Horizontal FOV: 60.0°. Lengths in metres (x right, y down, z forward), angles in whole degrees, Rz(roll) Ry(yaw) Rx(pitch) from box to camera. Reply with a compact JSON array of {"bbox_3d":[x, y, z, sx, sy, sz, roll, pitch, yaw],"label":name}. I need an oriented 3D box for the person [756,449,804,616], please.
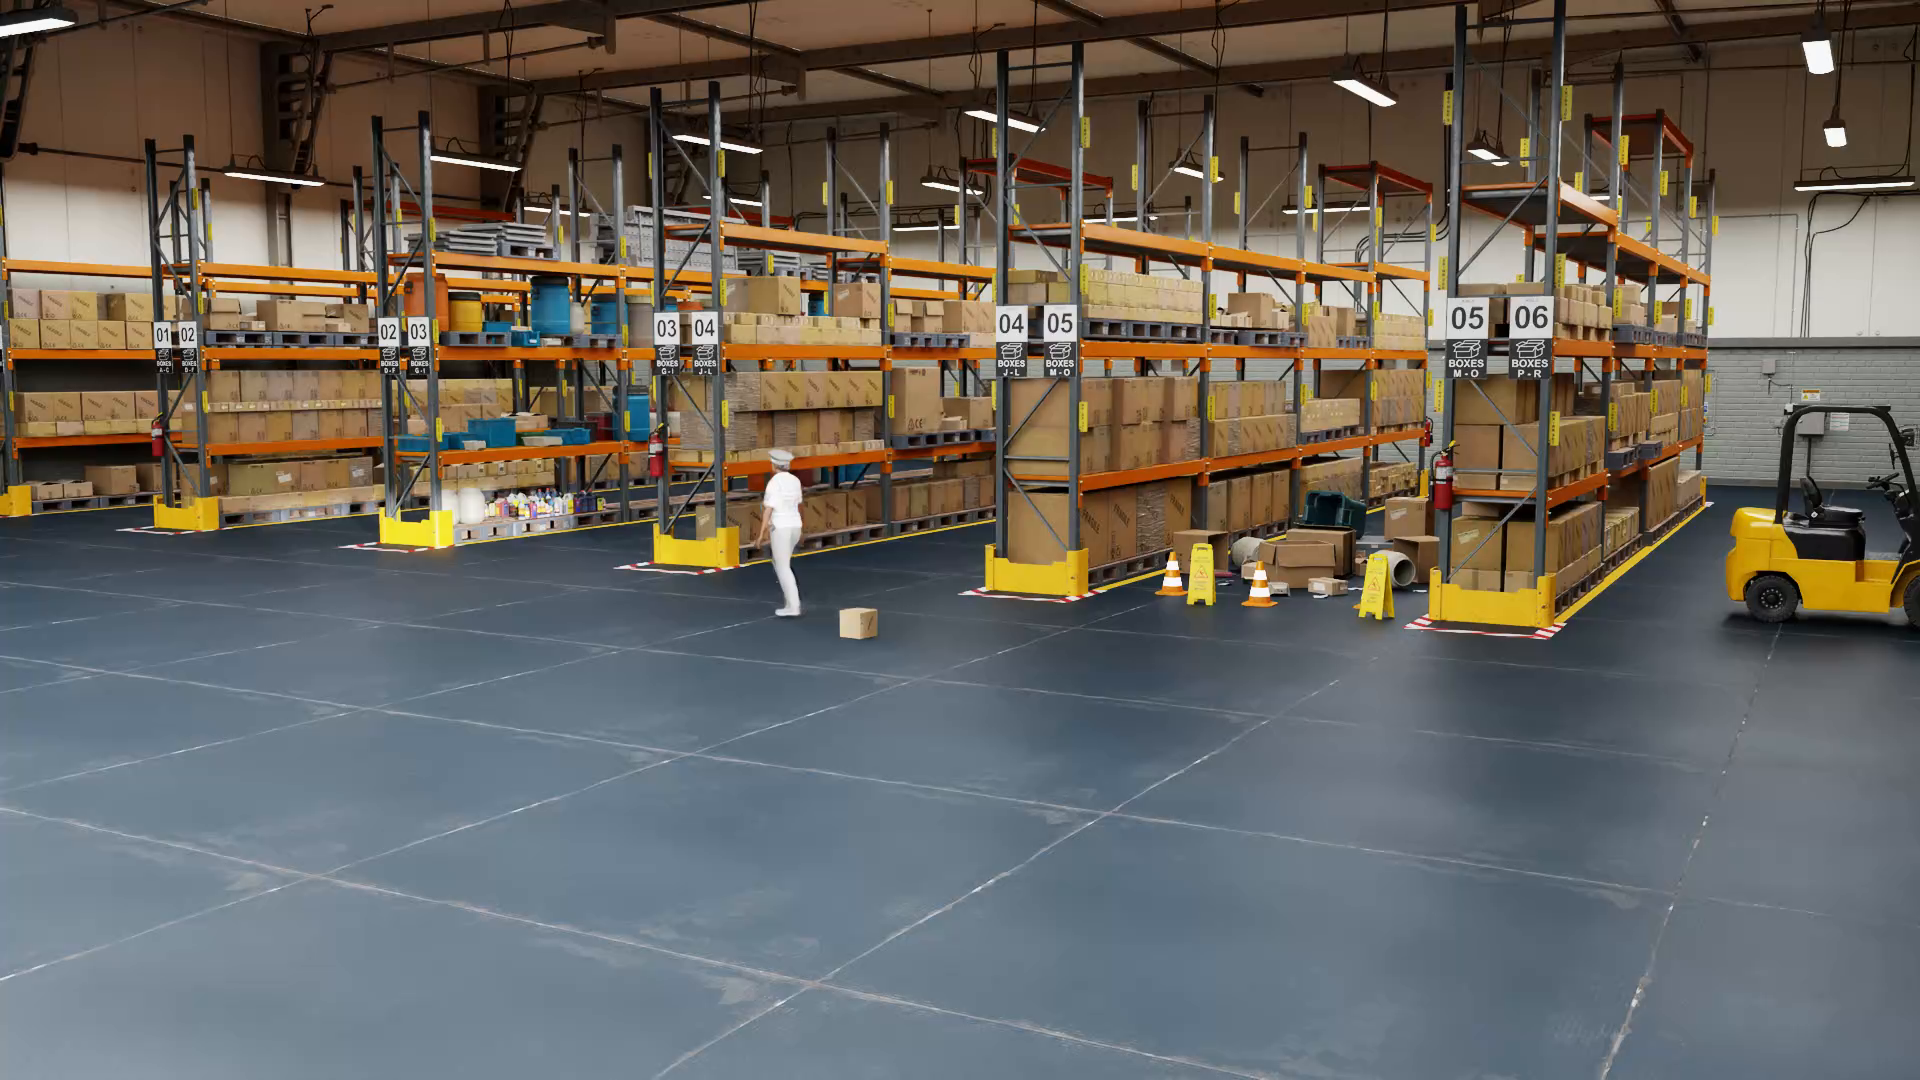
[{"bbox_3d":[-1.797,-0.046,16.770,0.483,1.743,0.464,4,7,30],"label":"person"}]
